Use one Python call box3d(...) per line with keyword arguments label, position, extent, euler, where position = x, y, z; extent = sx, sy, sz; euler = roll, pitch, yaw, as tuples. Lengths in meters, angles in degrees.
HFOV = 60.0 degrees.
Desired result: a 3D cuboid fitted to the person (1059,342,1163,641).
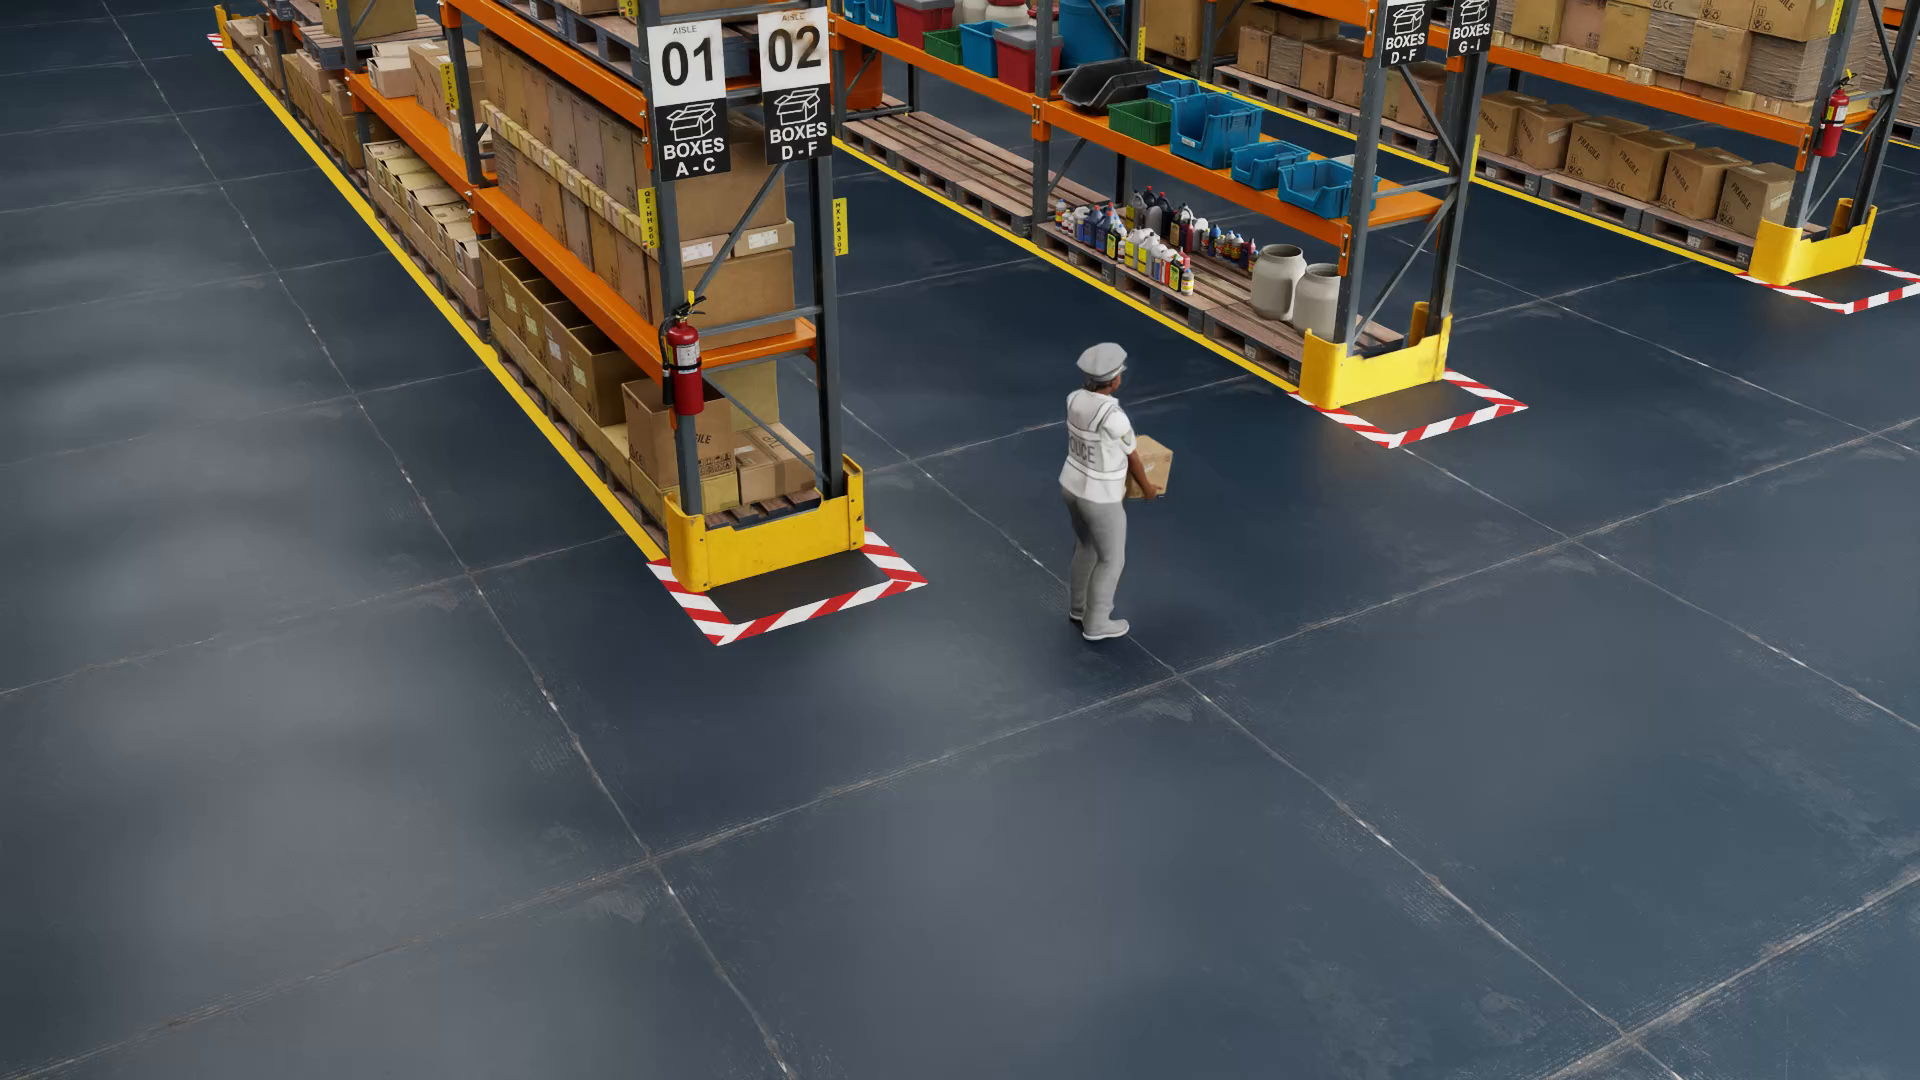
box3d(label="person", position=(0.803, -0.274, 9.032), extent=(0.529, 1.685, 0.416), euler=(-17, 33, -27))
